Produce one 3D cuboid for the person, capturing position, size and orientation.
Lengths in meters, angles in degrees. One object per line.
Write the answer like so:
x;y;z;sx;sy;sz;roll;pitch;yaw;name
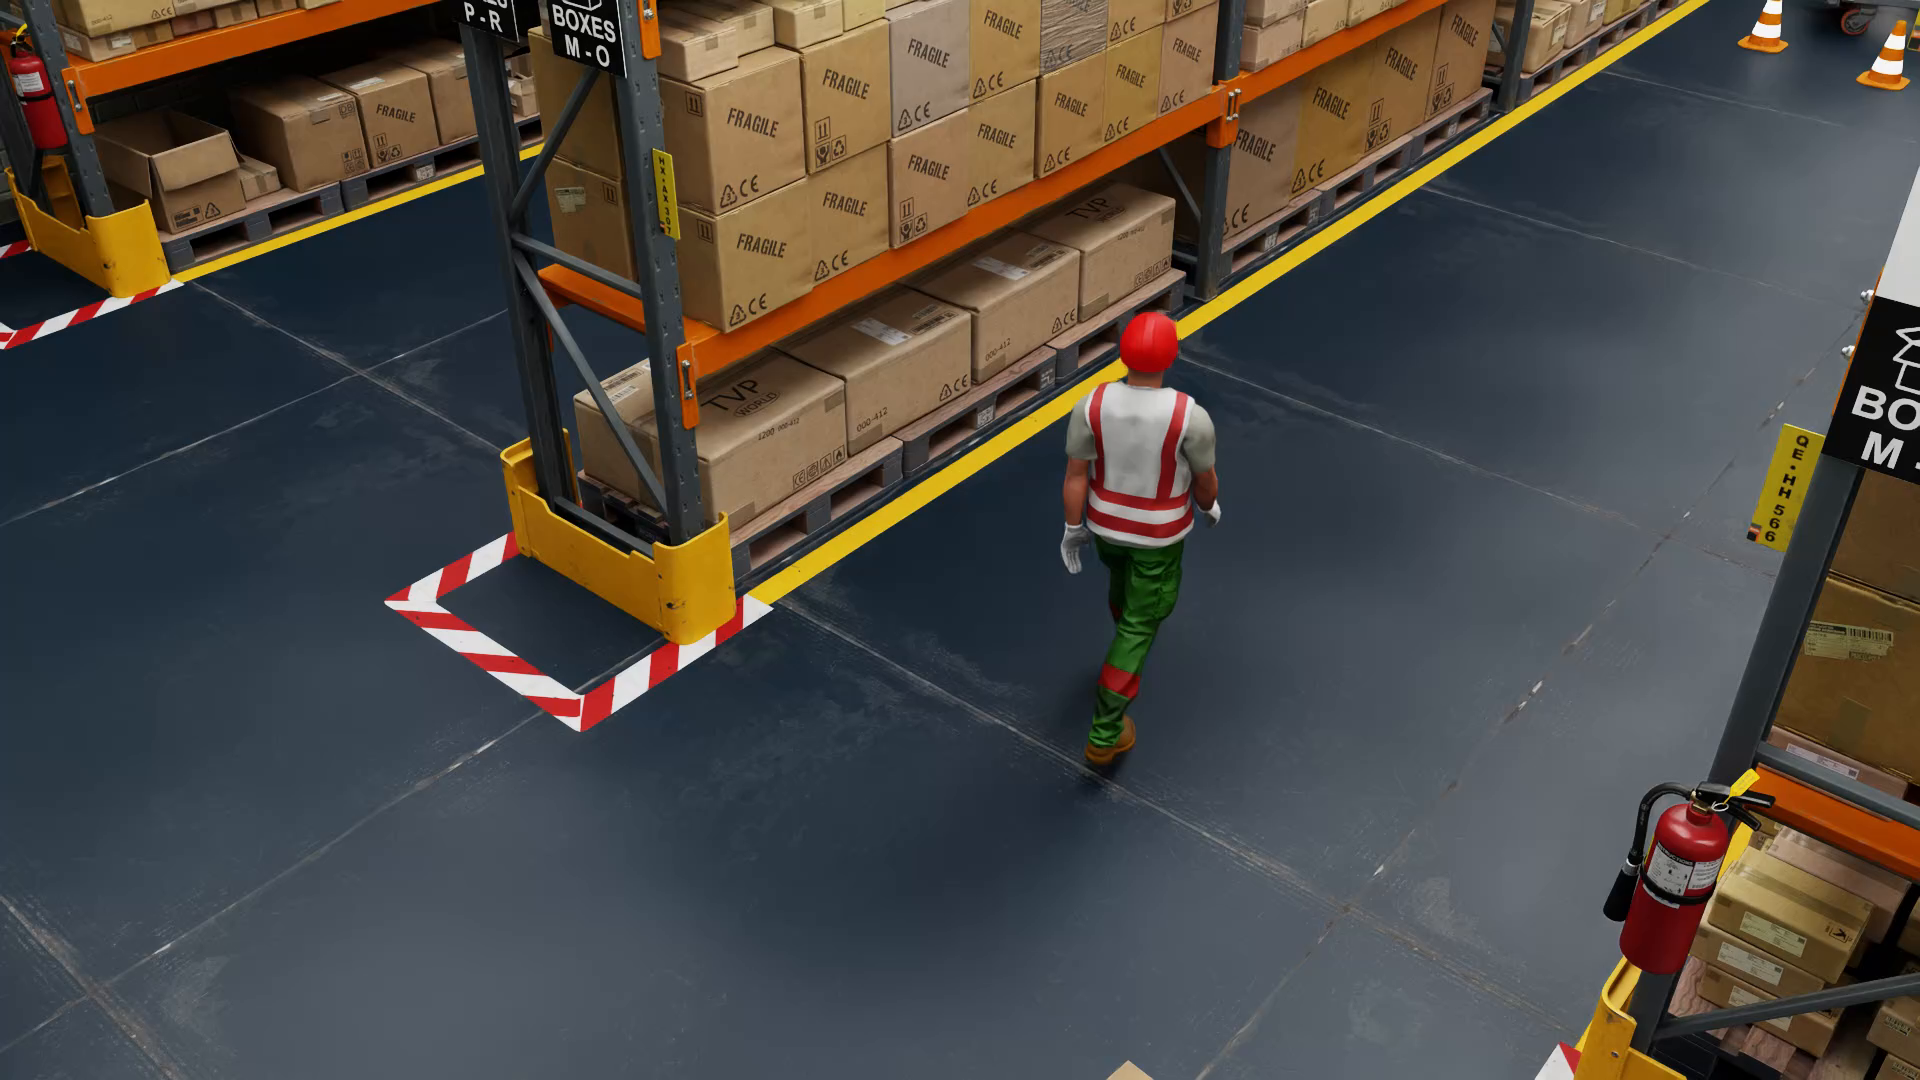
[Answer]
0.687;-0.085;6.247;0.532;1.740;1.079;15;38;21;person
